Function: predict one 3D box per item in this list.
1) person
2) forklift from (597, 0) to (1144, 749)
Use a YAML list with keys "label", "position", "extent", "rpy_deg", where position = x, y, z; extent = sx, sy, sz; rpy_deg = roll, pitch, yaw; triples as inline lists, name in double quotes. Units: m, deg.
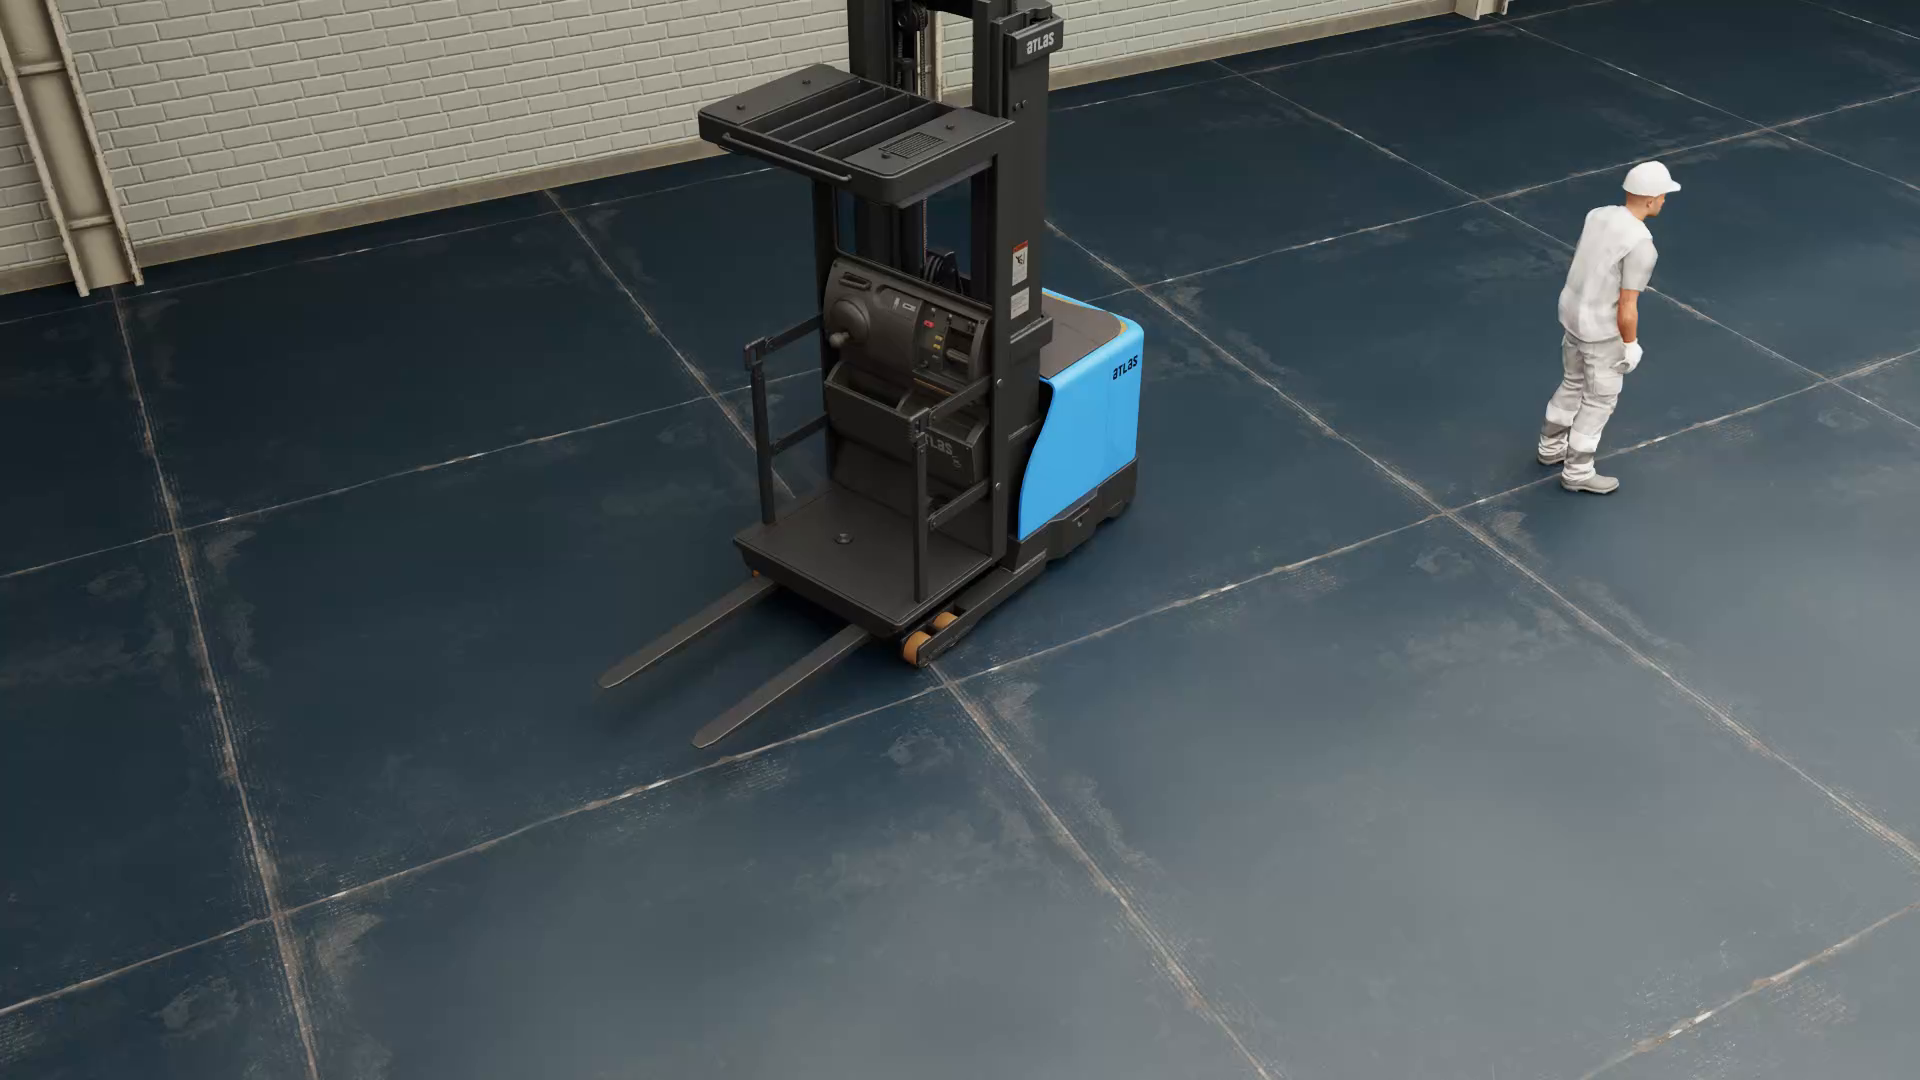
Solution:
- label: "person"
  position: [3.370, -1.116, 8.703]
  extent: [0.454, 1.779, 0.609]
  rpy_deg: [-6, 36, -8]
- label: "forklift"
  position: [-0.390, -0.927, 7.434]
  extent: [1.130, 2.935, 3.031]
  rpy_deg: [26, 43, 31]
